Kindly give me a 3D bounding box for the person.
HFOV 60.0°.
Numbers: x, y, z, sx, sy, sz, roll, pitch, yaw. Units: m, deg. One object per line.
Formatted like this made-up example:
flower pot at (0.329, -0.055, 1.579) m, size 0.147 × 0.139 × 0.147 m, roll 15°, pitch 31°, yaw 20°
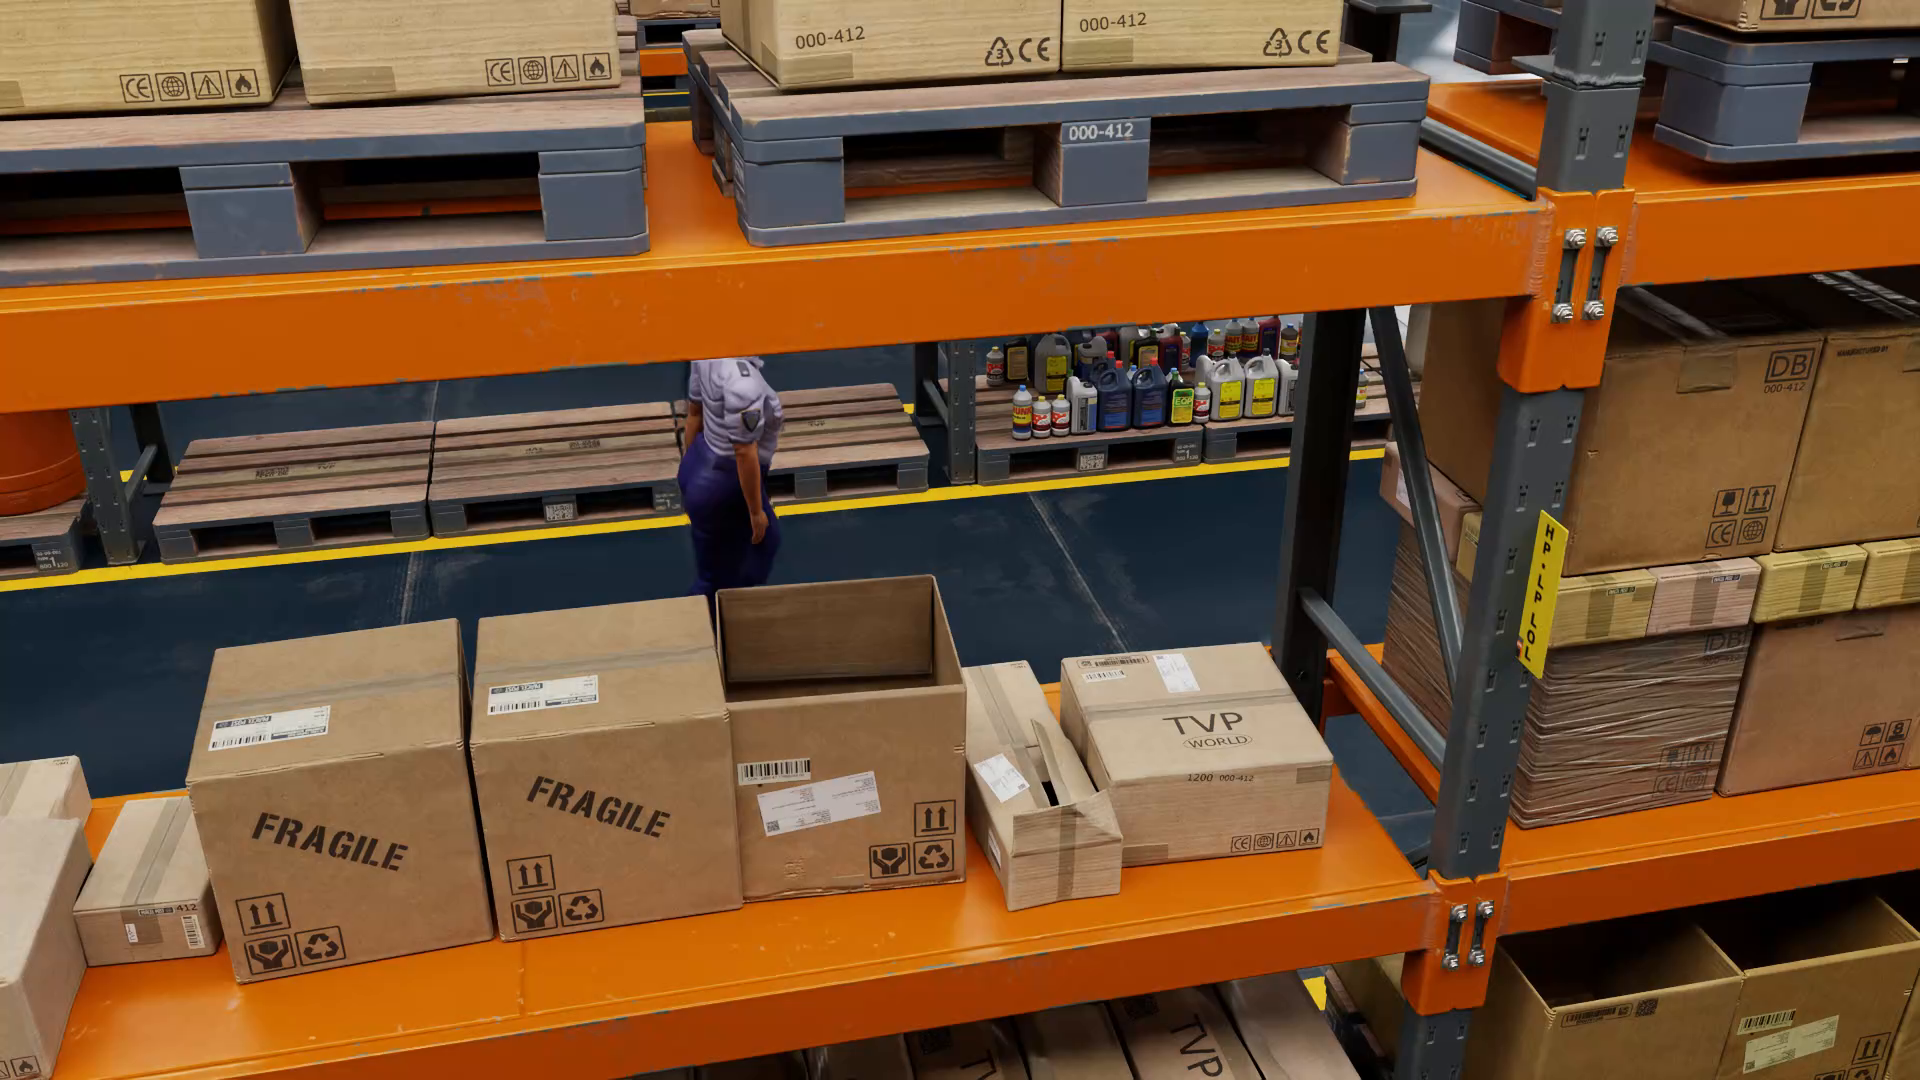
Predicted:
person at (-0.920, -0.162, 6.494) m, size 0.501 × 1.669 × 0.512 m, roll -10°, pitch 28°, yaw -18°
